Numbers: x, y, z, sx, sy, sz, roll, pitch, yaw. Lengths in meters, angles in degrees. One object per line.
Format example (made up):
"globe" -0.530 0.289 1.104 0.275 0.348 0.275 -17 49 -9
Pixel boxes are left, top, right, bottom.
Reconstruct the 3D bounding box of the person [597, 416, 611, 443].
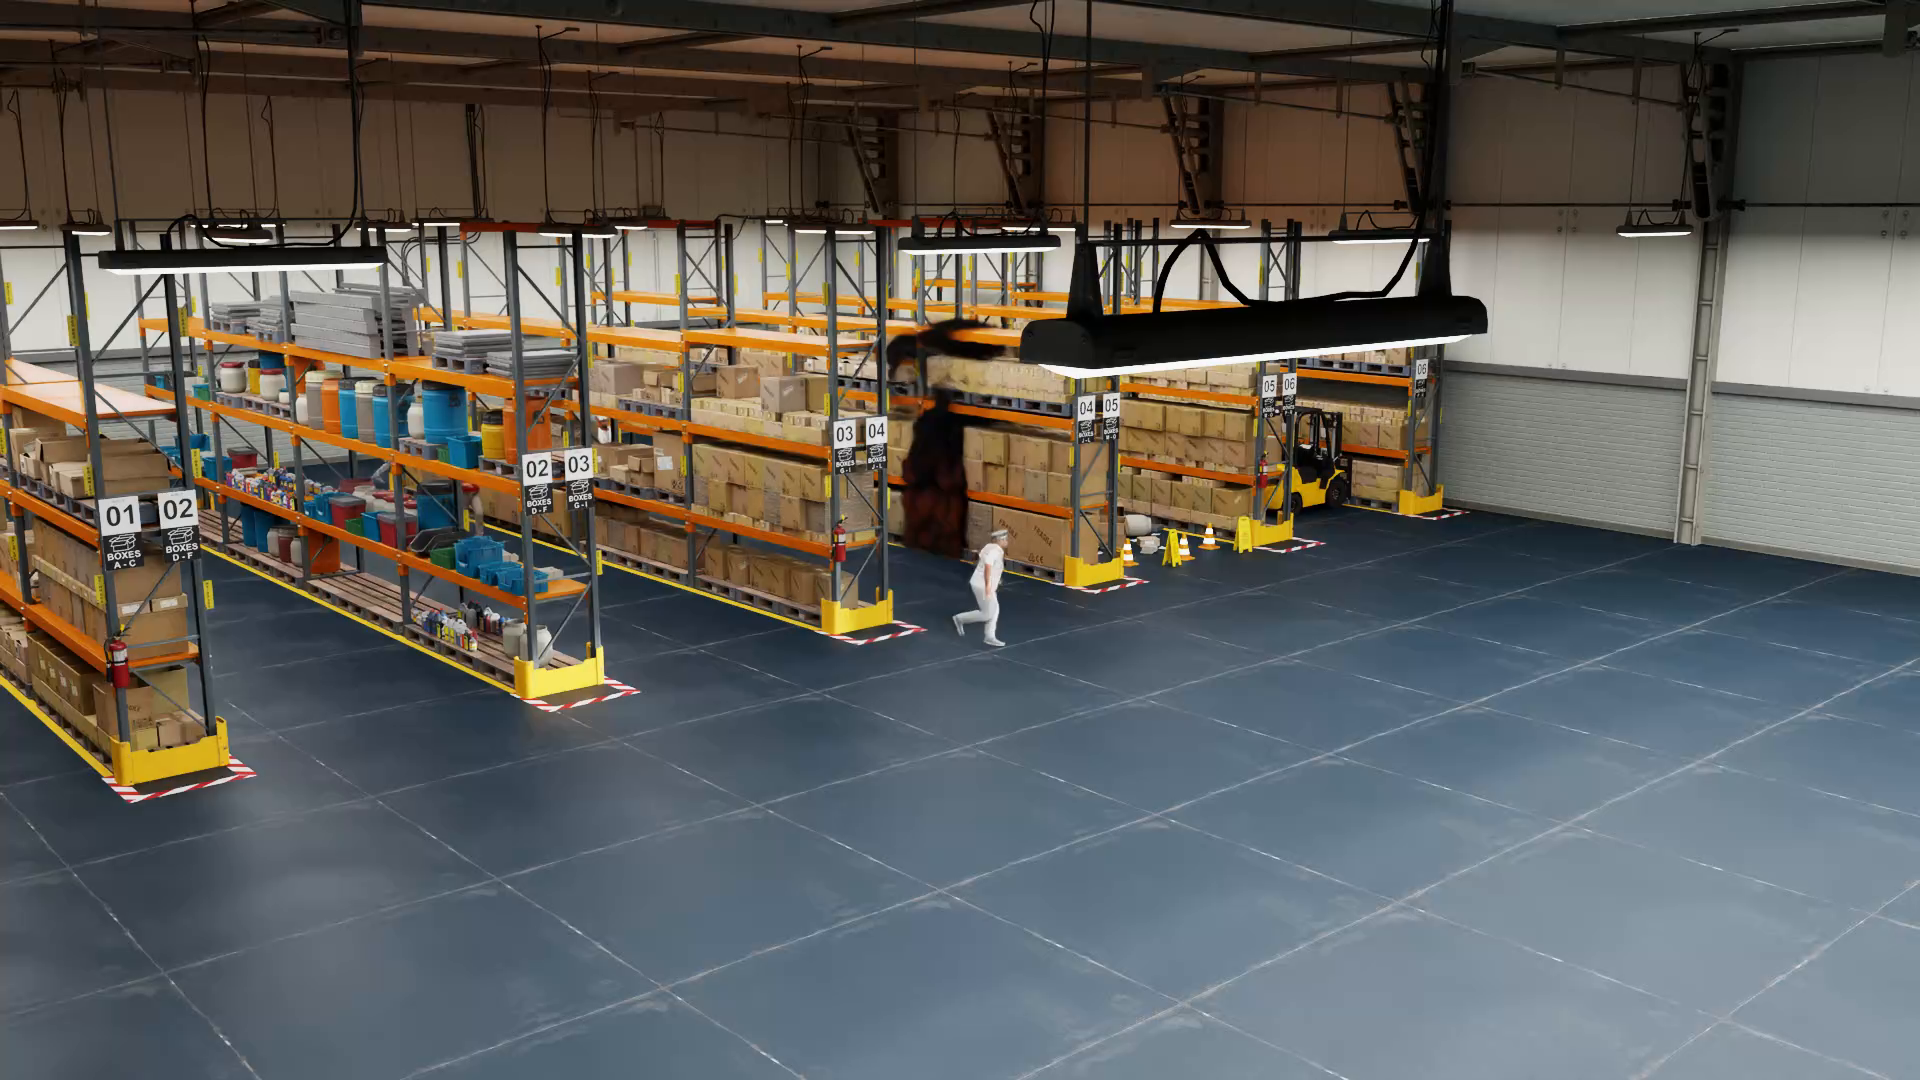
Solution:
"person" -7.833 -1.892 36.858 0.696 1.759 0.950 -7 14 -32

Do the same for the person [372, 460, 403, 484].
"person" -12.939 -2.088 37.723 0.853 1.775 0.698 -3 12 -16

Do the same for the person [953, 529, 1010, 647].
"person" 0.296 0.700 24.014 0.856 1.719 0.663 -3 12 -15

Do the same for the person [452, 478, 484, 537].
"person" -9.312 -0.795 31.440 0.608 1.767 0.909 -9 15 -39
